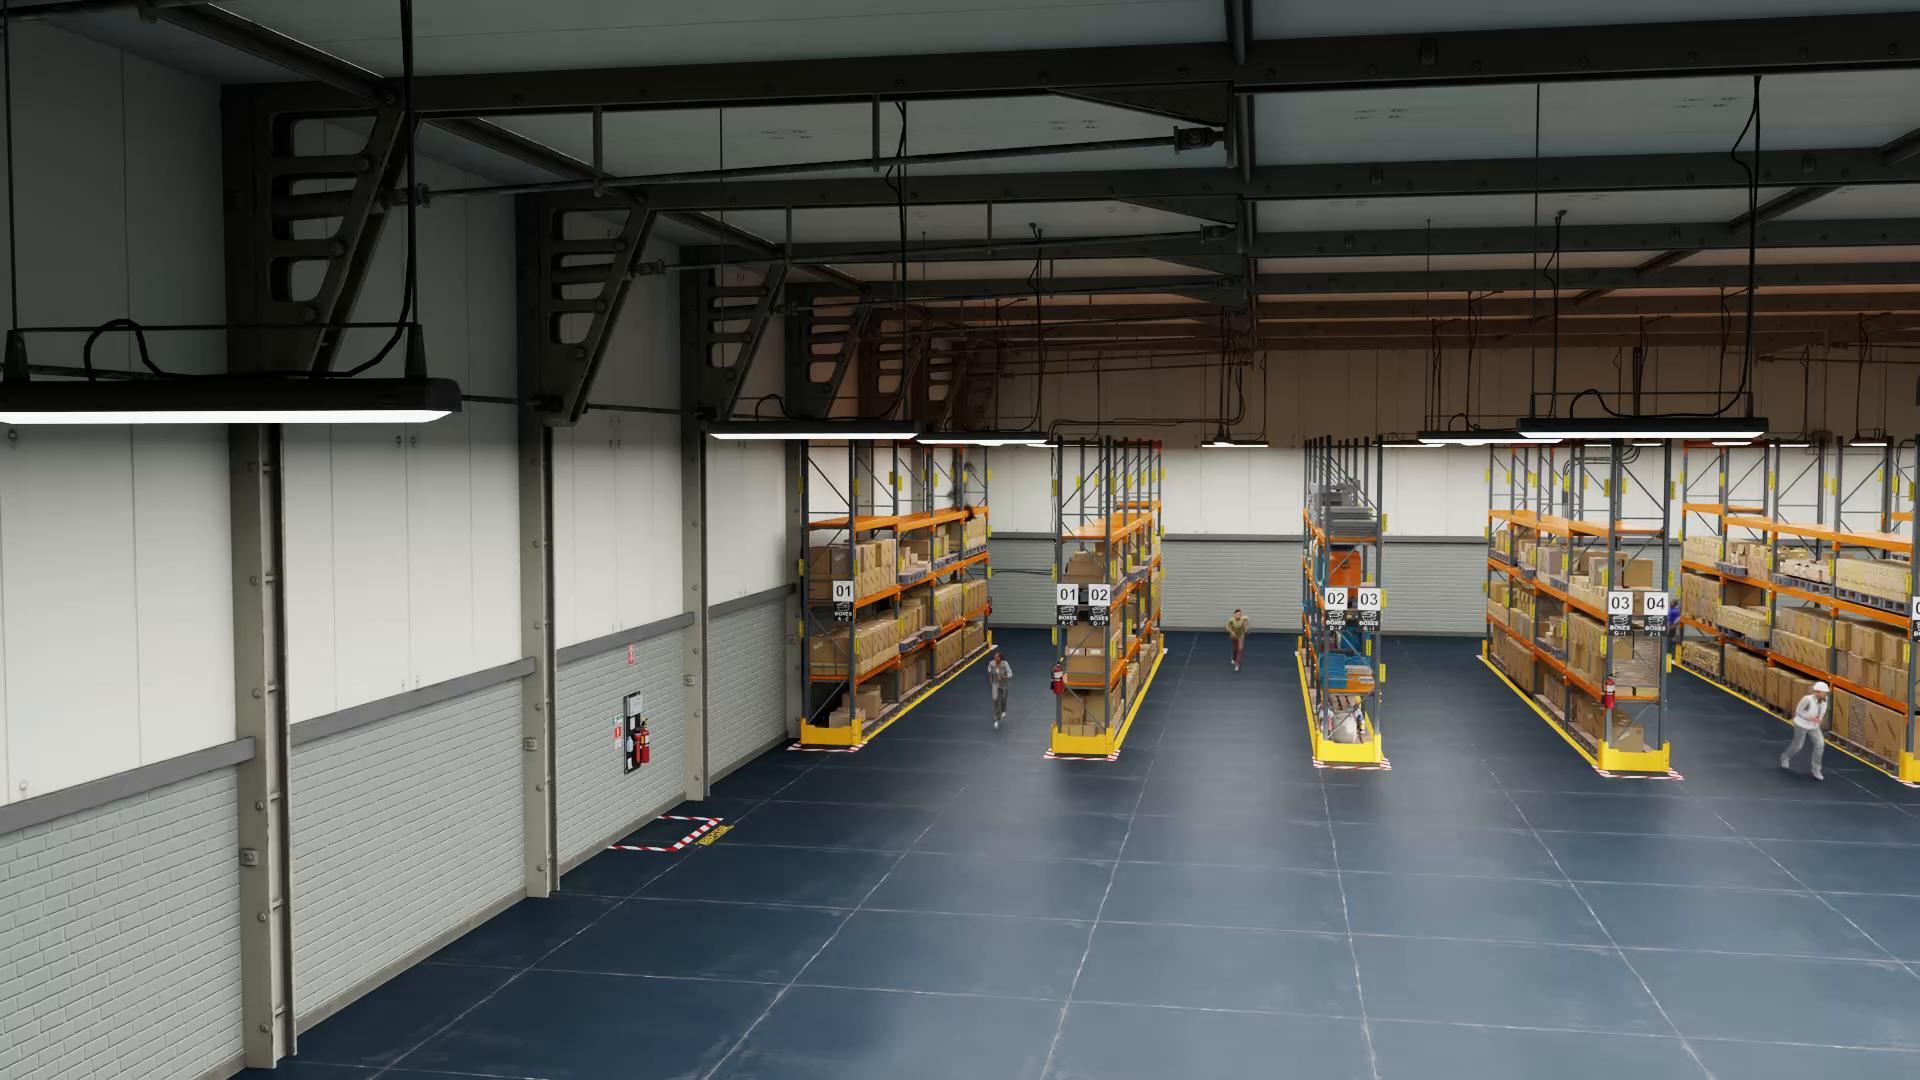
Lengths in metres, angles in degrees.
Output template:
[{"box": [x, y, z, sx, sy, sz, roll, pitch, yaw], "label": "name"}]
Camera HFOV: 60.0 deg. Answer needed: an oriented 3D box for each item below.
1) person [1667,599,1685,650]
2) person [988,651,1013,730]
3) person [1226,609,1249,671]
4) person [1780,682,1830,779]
[{"box": [19.591, 2.473, 45.855, 0.856, 1.540, 0.648, 1, 3, 22], "label": "person"}, {"box": [0.844, 3.076, 34.499, 0.539, 1.592, 0.945, 0, 3, 9], "label": "person"}, {"box": [7.248, 2.588, 43.576, 0.614, 1.624, 1.004, 0, 3, 0], "label": "person"}, {"box": [14.916, 3.317, 29.330, 0.701, 1.733, 1.044, -1, 3, -16], "label": "person"}]
